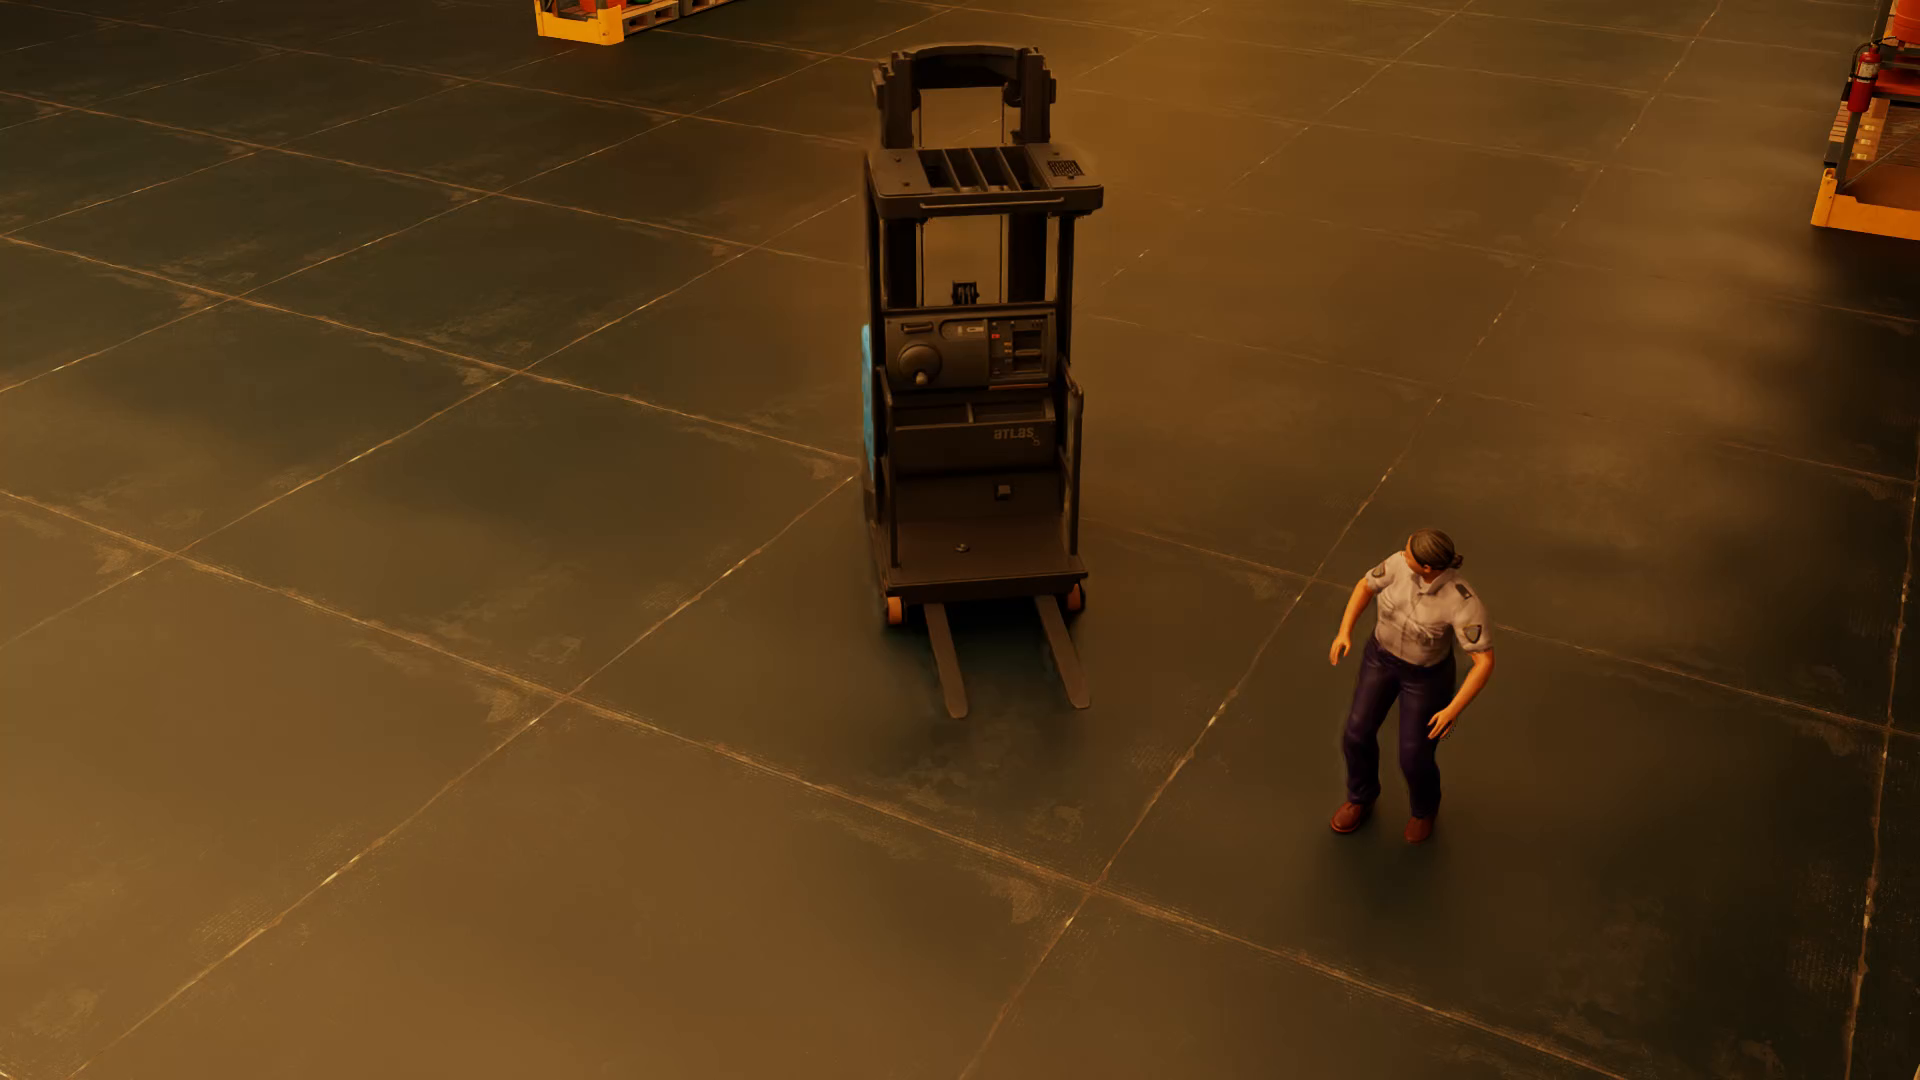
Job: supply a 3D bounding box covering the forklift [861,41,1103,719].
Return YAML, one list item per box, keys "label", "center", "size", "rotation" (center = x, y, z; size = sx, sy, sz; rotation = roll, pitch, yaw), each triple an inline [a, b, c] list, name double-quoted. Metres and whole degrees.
- label: "forklift"
  center: [0.093, -0.984, 8.775]
  size: [1.130, 2.935, 3.031]
  rotation: [-4, 30, -7]

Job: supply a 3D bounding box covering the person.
- label: "person"
  center: [1.974, 0.648, 7.345]
  size: [0.720, 1.595, 0.571]
  rotation: [24, 38, 35]
